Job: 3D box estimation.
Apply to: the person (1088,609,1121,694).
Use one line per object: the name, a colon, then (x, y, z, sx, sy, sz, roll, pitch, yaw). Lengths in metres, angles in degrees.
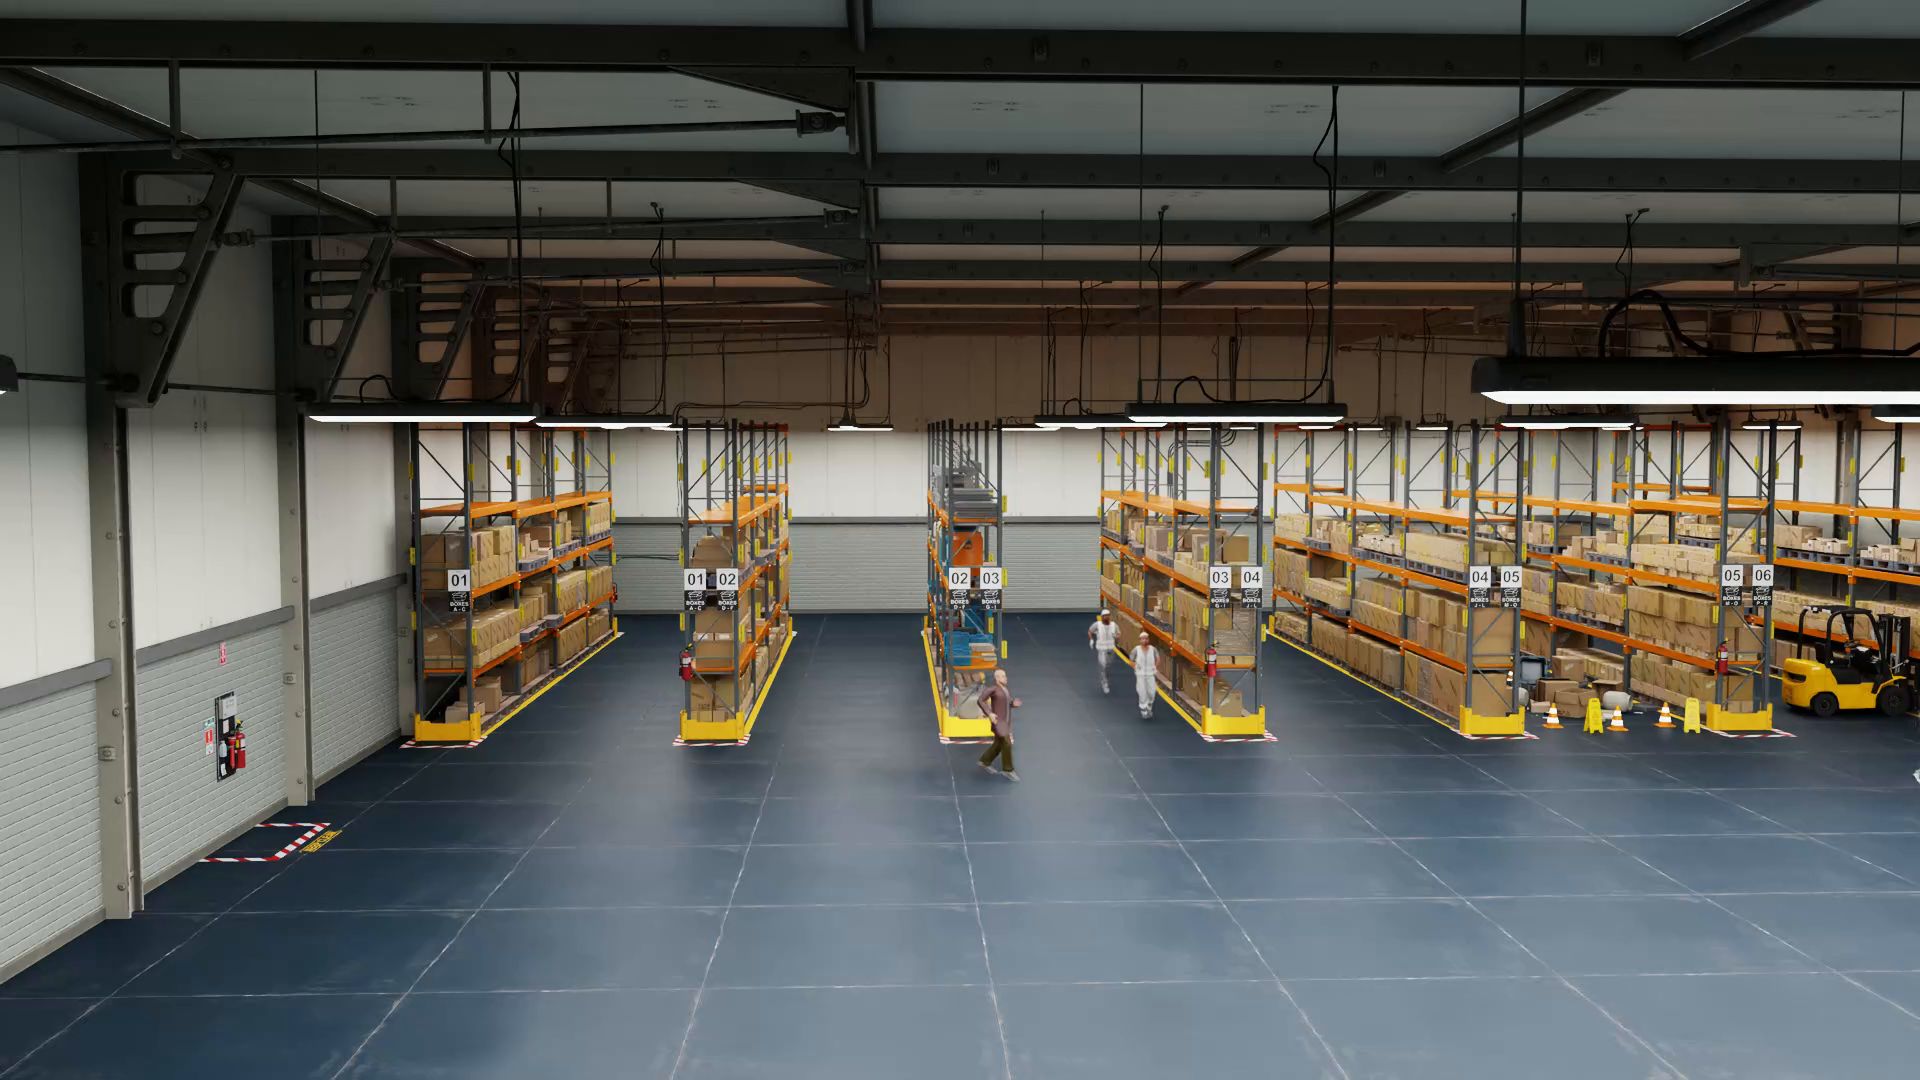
person: (3.236, 2.445, 36.965, 0.671, 1.819, 0.897, -1, 4, -15)

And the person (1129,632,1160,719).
person: (3.704, 2.718, 33.200, 0.639, 1.743, 0.547, 0, 4, -1)

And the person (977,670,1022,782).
person: (0.649, 3.059, 27.613, 0.875, 1.824, 0.693, 2, 4, 28)
